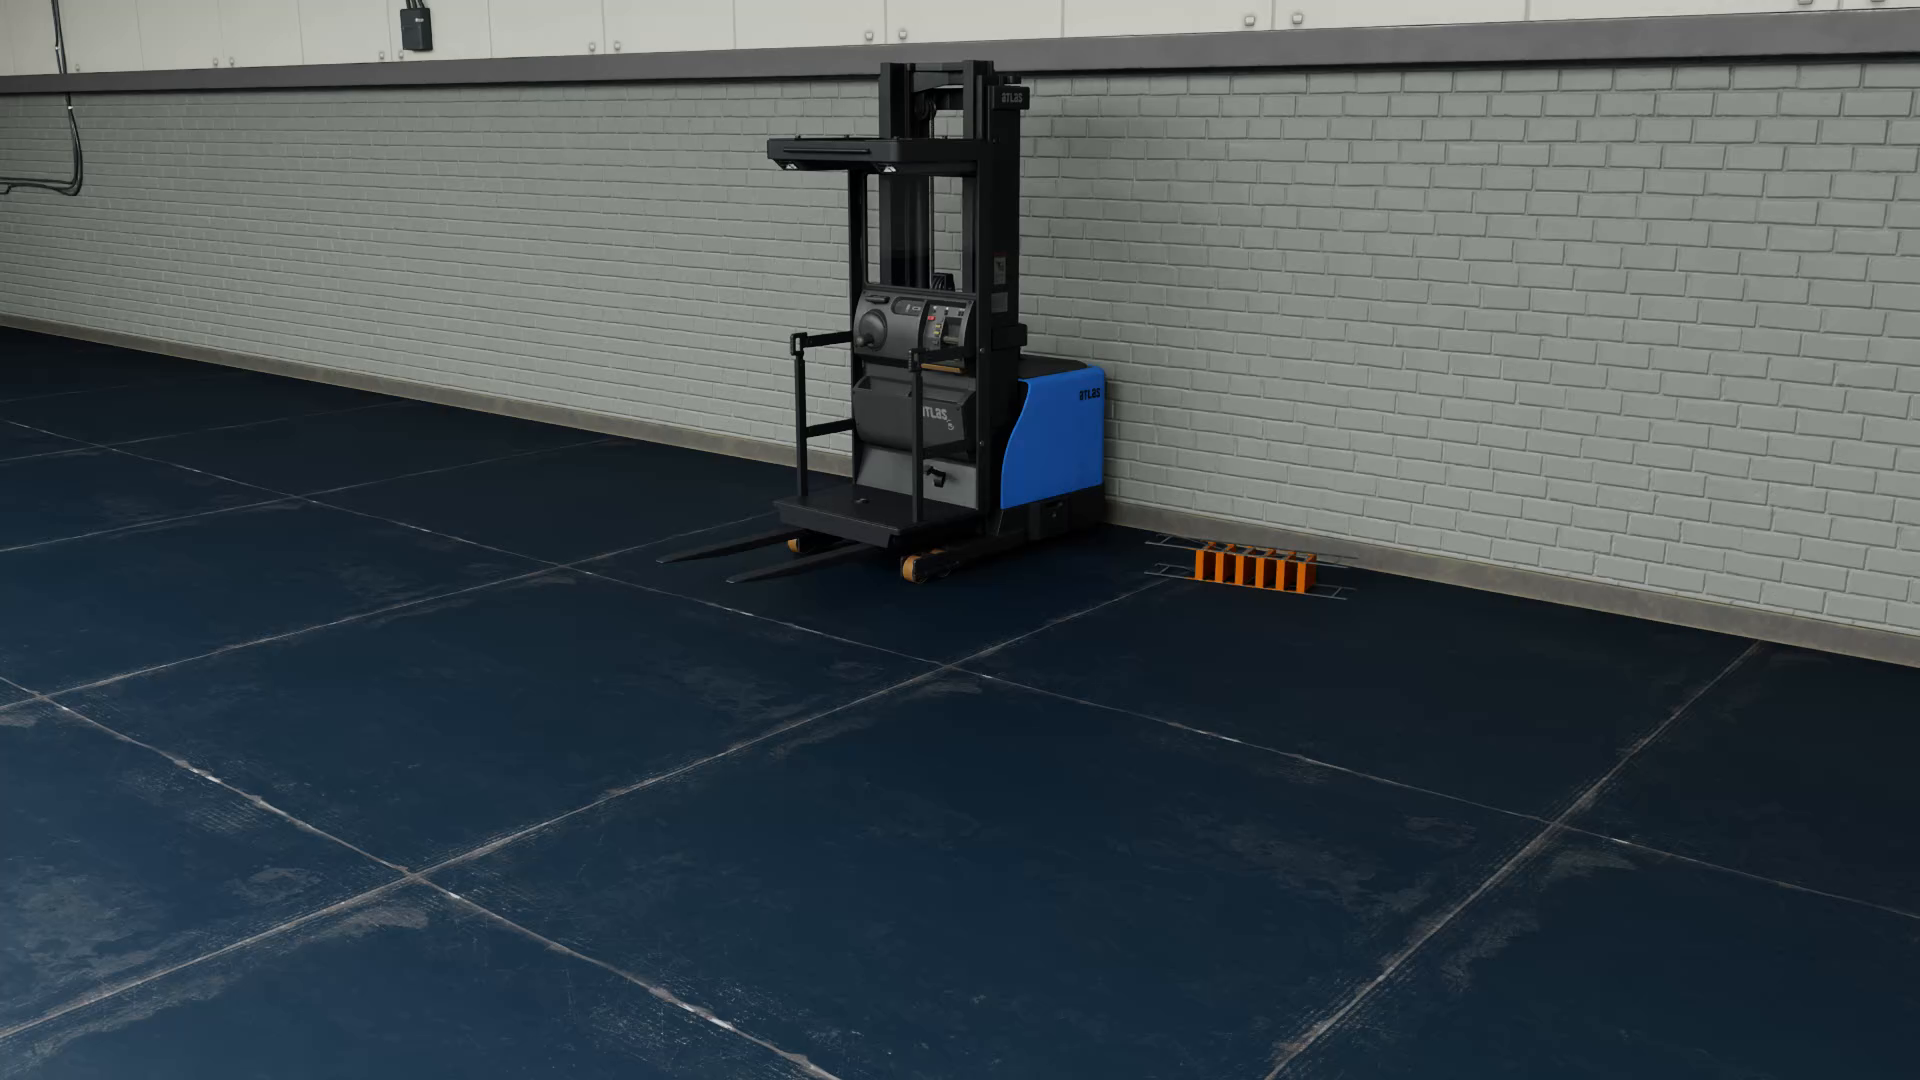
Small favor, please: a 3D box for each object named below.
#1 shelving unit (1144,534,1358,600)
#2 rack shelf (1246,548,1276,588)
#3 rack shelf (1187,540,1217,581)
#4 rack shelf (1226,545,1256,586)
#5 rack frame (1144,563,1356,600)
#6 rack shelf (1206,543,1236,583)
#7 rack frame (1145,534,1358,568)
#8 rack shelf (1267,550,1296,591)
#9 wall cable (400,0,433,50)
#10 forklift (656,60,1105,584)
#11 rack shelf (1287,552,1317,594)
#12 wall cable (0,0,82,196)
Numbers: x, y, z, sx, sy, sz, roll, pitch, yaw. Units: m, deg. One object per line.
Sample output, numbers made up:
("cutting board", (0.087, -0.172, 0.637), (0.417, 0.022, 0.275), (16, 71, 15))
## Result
("shelving unit", (1.677, 0.149, 9.640), (1.200, 0.189, 0.258), (7, 16, 26))
("rack shelf", (1.745, 0.157, 9.607), (0.103, 0.180, 0.258), (7, 16, 26))
("rack shelf", (1.422, 0.116, 9.763), (0.103, 0.180, 0.258), (7, 16, 26))
("rack shelf", (1.637, 0.143, 9.659), (0.103, 0.180, 0.258), (7, 16, 26))
("rack frame", (1.676, 0.237, 9.663), (1.200, 0.006, 0.240), (7, 16, 26))
("rack shelf", (1.530, 0.130, 9.711), (0.103, 0.180, 0.258), (7, 16, 26))
("rack frame", (1.677, 0.060, 9.617), (1.200, 0.006, 0.240), (7, 16, 26))
("rack shelf", (1.852, 0.171, 9.556), (0.103, 0.180, 0.258), (7, 16, 26))
("wall cable", (-4.056, -7.111, 13.432), (2.305, 6.003, 0.169), (11, 18, 38))
("forklift", (-0.425, -1.308, 9.818), (1.130, 2.935, 3.031), (13, 19, 41))
("rack shelf", (1.959, 0.185, 9.504), (0.103, 0.180, 0.258), (7, 16, 26))
("wall cable", (-11.430, -5.430, 20.028), (3.097, 2.526, 0.112), (11, 18, 38))
